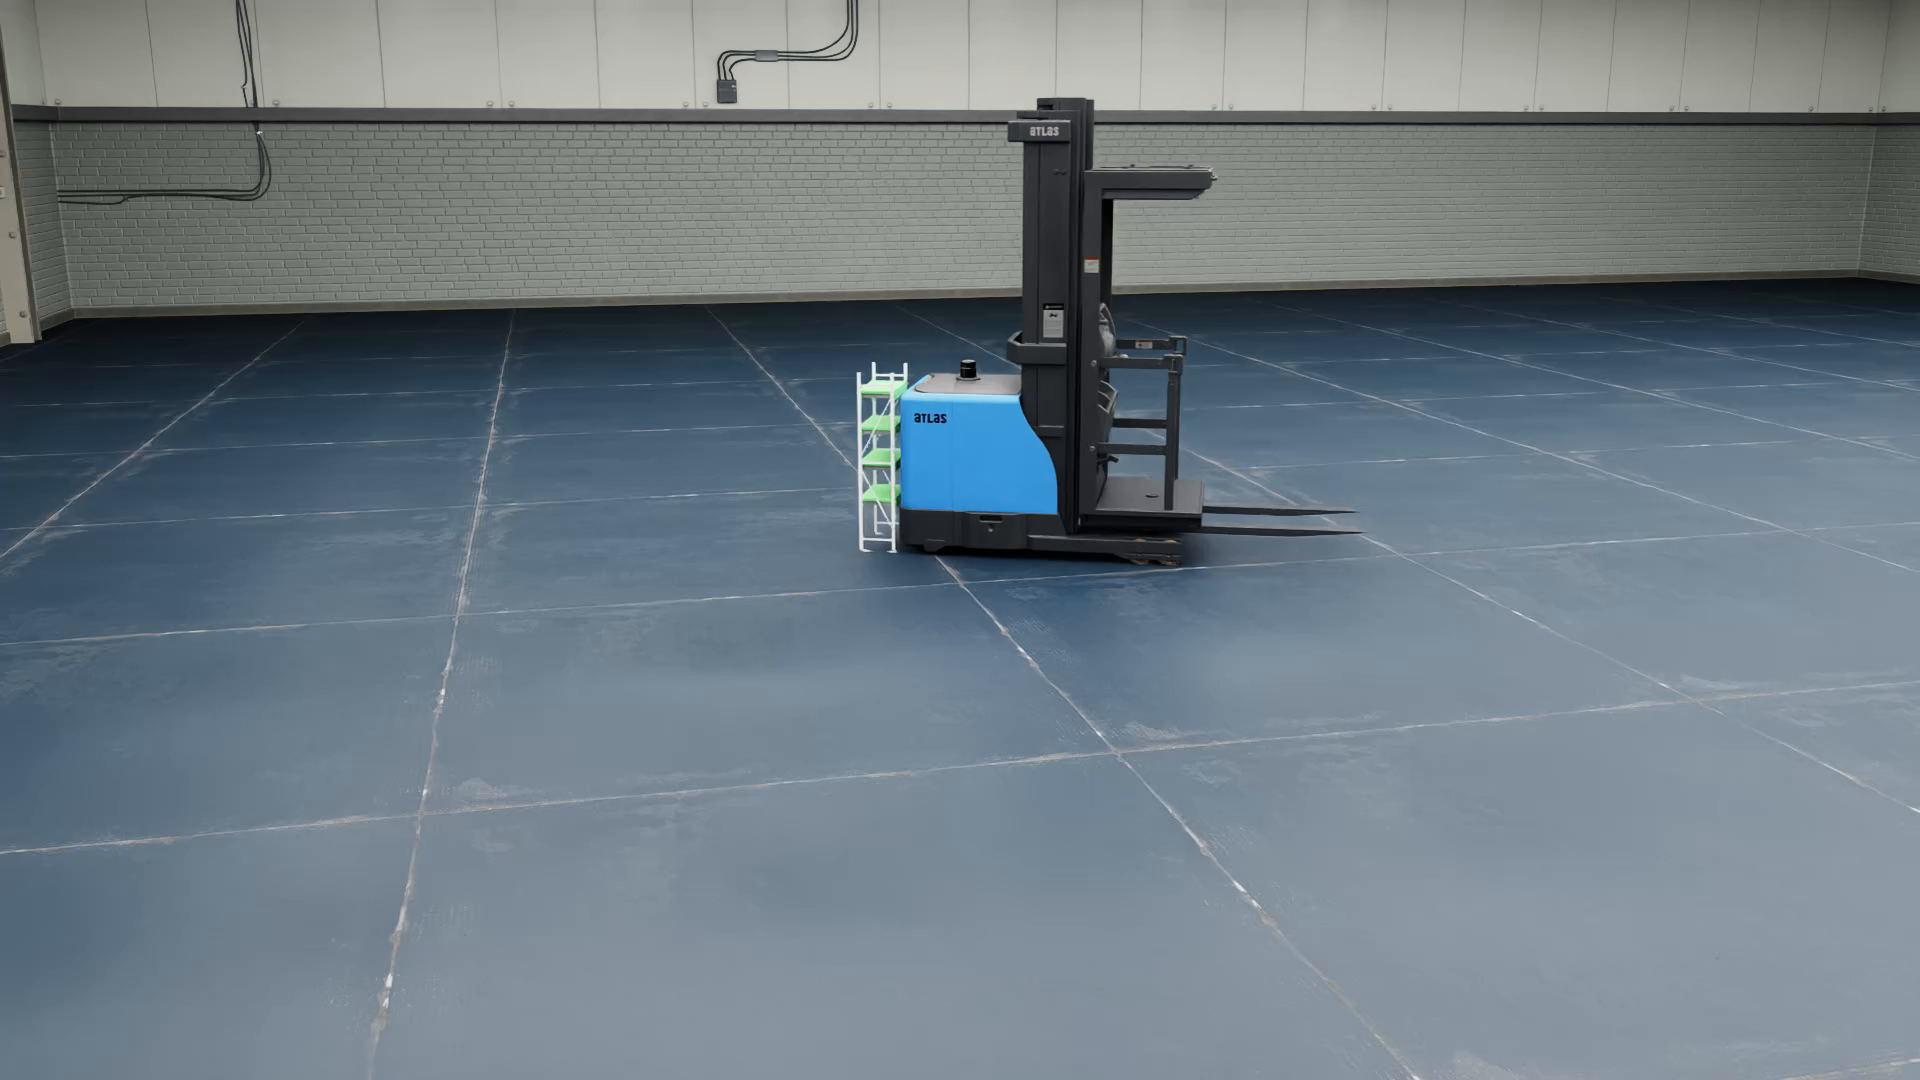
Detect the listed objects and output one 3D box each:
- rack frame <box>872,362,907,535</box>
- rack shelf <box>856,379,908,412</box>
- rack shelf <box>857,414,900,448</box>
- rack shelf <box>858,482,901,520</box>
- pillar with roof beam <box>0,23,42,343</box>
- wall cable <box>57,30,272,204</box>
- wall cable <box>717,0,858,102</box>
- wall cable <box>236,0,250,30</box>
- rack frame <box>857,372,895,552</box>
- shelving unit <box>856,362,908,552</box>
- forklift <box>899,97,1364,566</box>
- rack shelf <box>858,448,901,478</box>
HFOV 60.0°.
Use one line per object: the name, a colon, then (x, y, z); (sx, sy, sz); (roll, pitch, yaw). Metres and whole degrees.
rack frame: (-0.479, -0.620, 11.437); (0.240, 1.200, 0.015); (2, 14, 8)
rack shelf: (-0.515, -0.967, 11.104); (0.258, 0.148, 0.480); (2, 14, 8)
rack shelf: (-0.515, -0.734, 11.161); (0.258, 0.148, 0.480); (2, 14, 8)
rack shelf: (-0.515, -0.268, 11.275); (0.258, 0.148, 0.480); (2, 14, 8)
pillar with roof beam: (-8.391, -7.285, 22.283); (9.100, 9.000, 0.400); (-3, 14, -13)
wall cable: (-11.982, -6.290, 24.753); (3.097, 2.526, 0.112); (-3, 14, -13)
wall cable: (-2.750, -9.976, 26.132); (2.305, 6.003, 0.169); (-3, 14, -13)
wall cable: (-9.352, -8.894, 24.771); (3.097, 2.526, 0.112); (-3, 14, -13)
rack frame: (-0.551, -0.506, 10.968); (0.240, 1.200, 0.015); (2, 14, 8)
shelving unit: (-0.515, -0.563, 11.203); (0.258, 1.200, 0.503); (2, 14, 8)
forklift: (1.158, -1.393, 10.955); (3.031, 2.935, 1.130); (2, 14, 9)
rack shelf: (-0.515, -0.501, 11.218); (0.258, 0.148, 0.480); (2, 14, 8)
